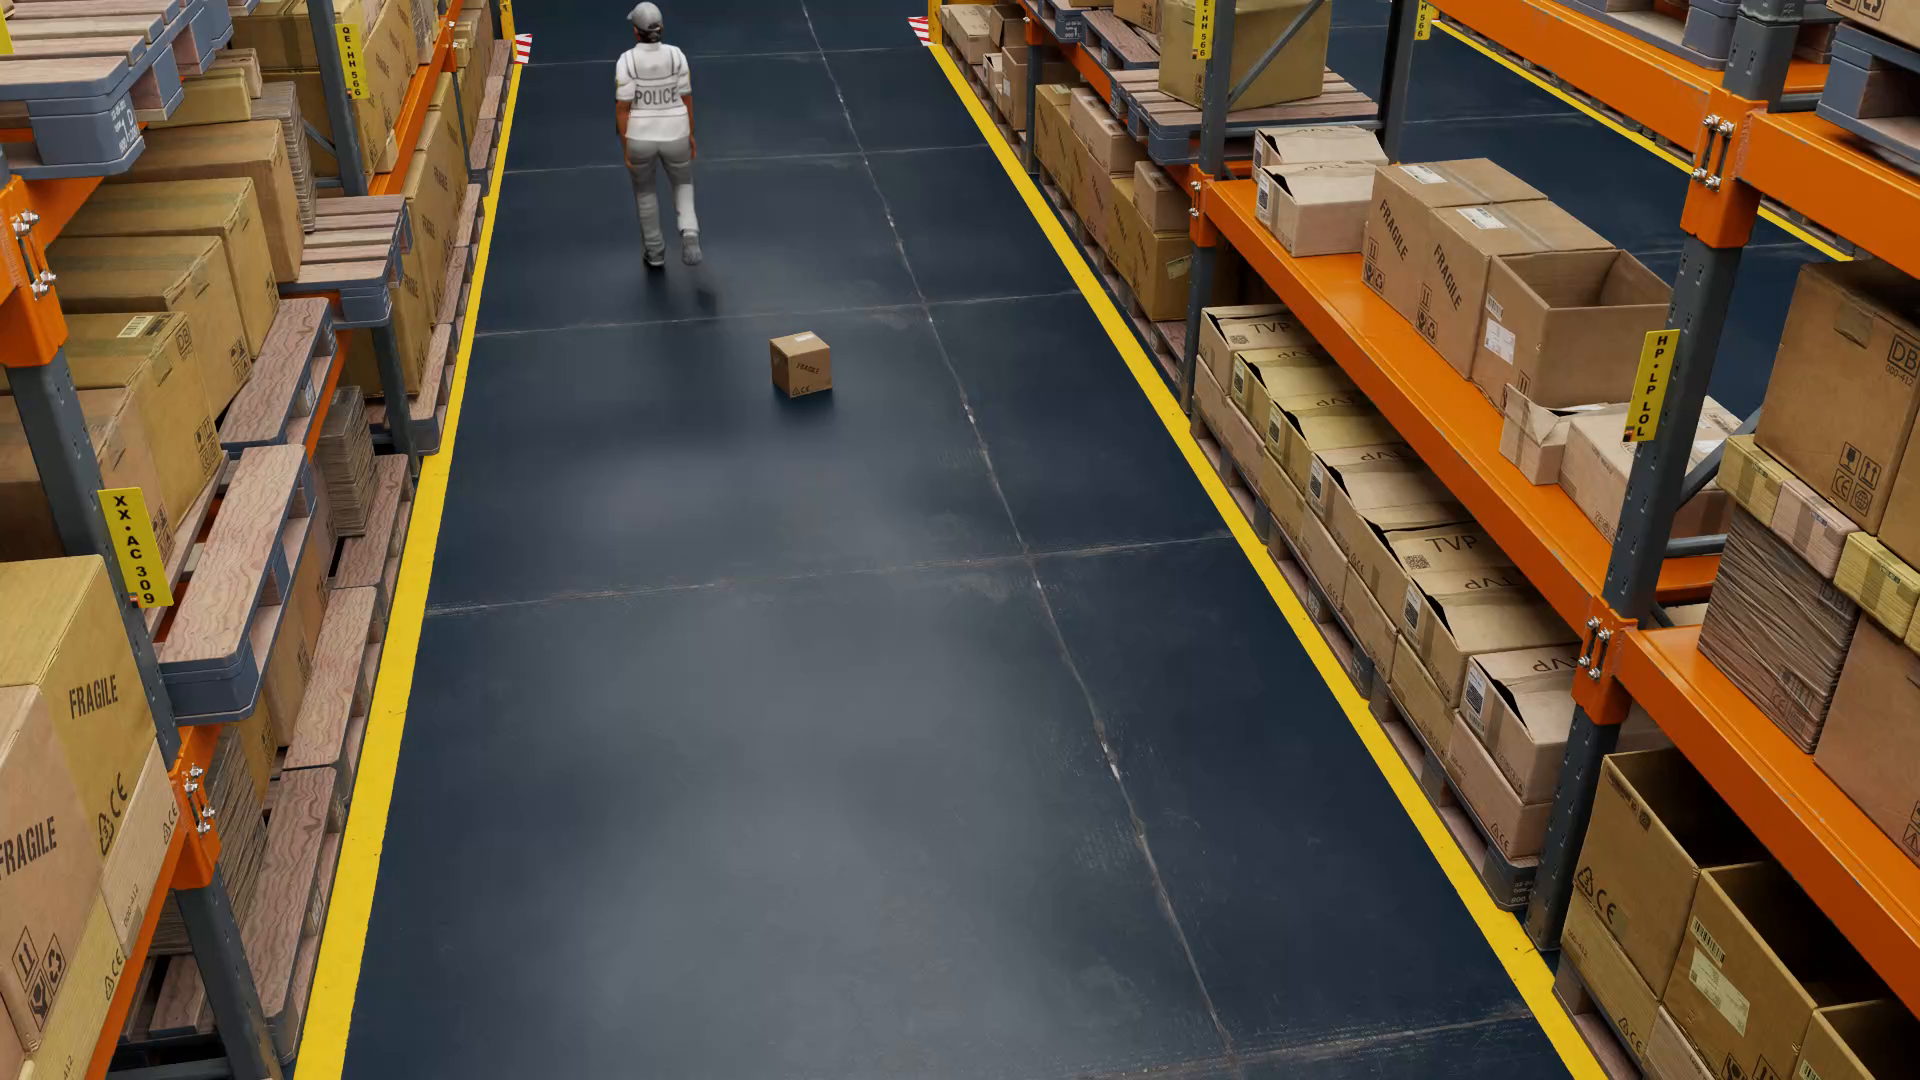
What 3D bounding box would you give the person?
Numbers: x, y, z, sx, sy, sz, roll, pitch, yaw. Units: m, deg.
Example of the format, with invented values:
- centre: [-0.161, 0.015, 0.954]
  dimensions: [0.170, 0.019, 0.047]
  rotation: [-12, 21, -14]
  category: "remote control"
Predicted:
- centre: [-1.854, -2.453, 10.200]
  dimensions: [0.483, 1.648, 0.591]
  rotation: [-10, 32, -16]
  category: "person"
